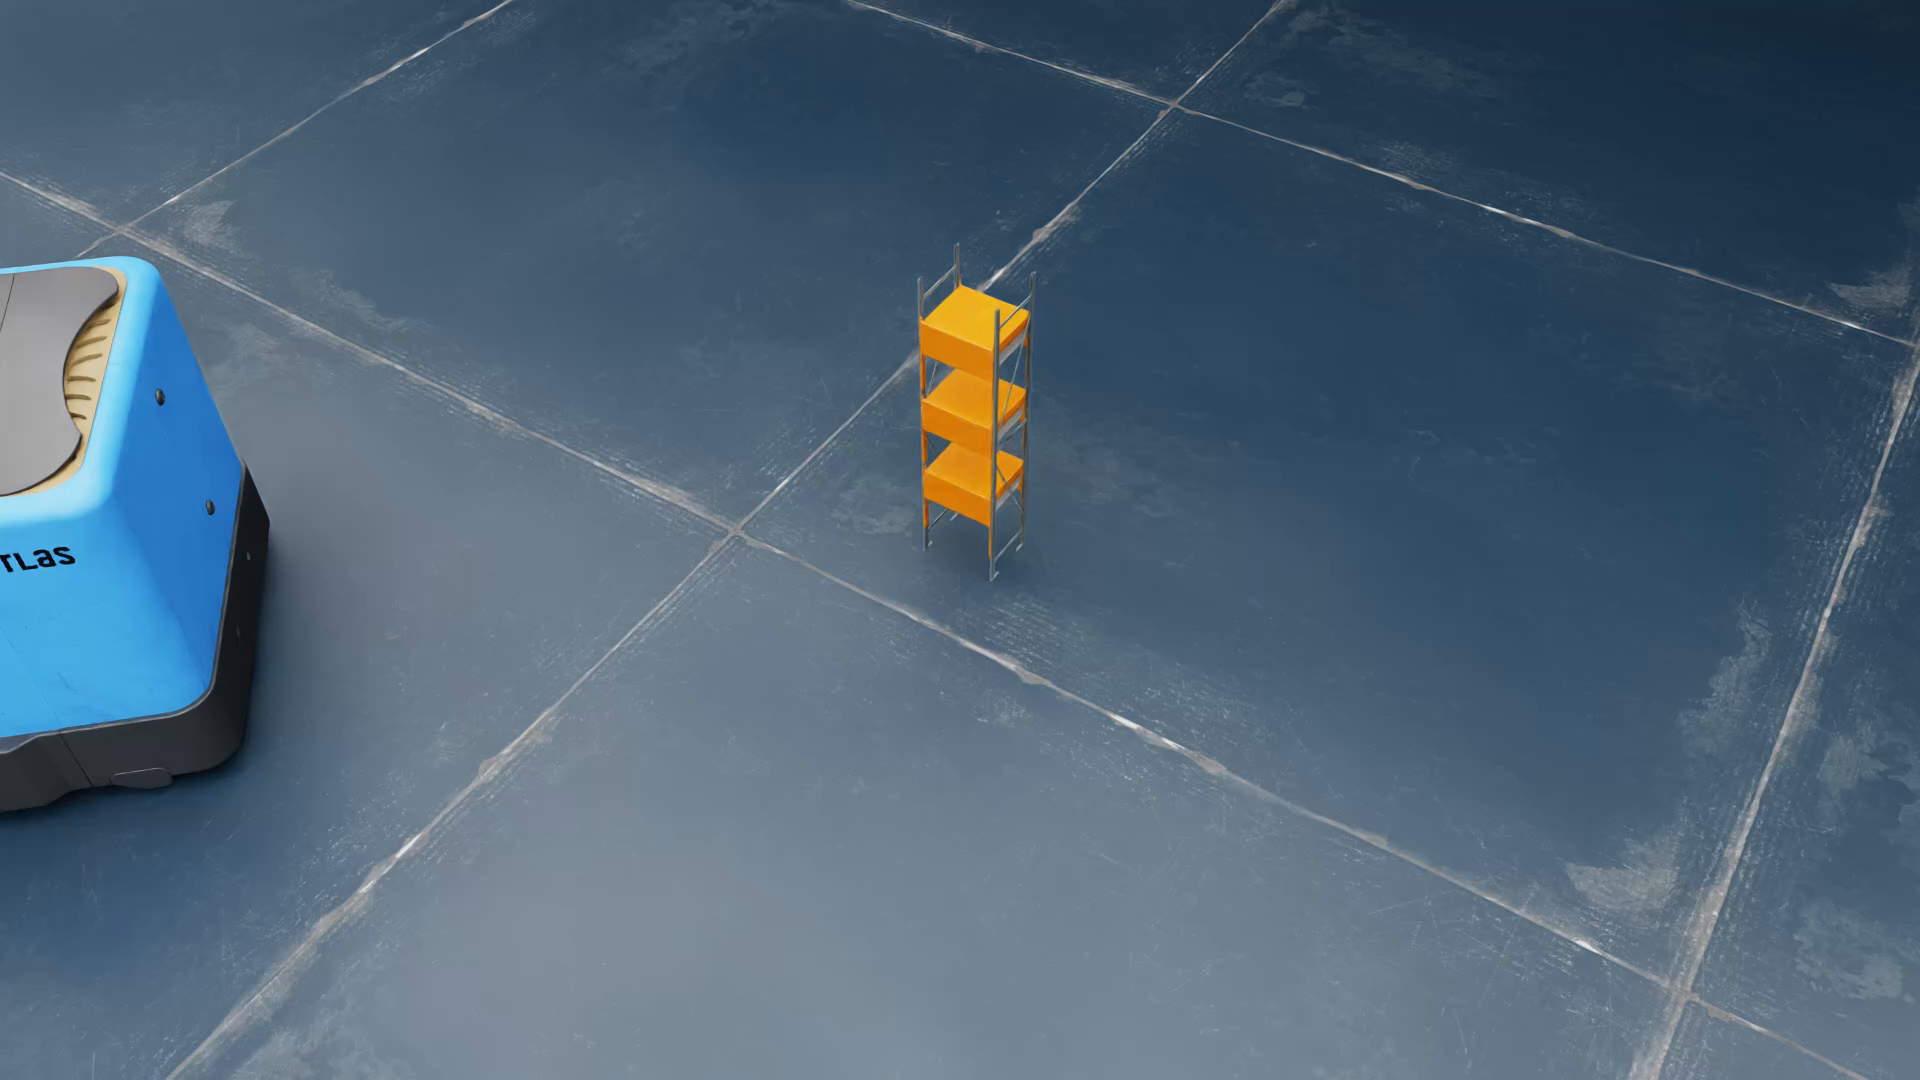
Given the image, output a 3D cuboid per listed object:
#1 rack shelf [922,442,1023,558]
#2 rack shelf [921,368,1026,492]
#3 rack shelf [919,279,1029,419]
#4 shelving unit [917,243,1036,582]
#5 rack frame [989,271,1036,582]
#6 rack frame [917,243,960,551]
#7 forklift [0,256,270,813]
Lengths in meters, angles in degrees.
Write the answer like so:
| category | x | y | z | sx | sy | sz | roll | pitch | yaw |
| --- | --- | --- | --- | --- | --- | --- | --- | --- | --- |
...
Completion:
| category | x | y | z | sx | sy | sz | roll | pitch | yaw |
| --- | --- | --- | --- | --- | --- | --- | --- | --- | --- |
| rack shelf | 0.045 | -0.144 | 5.060 | 0.240 | 0.259 | 0.215 | 25 | 51 | 22 |
| rack shelf | 0.045 | -0.338 | 4.861 | 0.240 | 0.259 | 0.215 | 25 | 51 | 22 |
| rack shelf | 0.045 | -0.536 | 4.657 | 0.240 | 0.259 | 0.215 | 25 | 51 | 22 |
| shelving unit | 0.045 | -0.345 | 4.853 | 0.252 | 1.050 | 0.215 | 25 | 51 | 22 |
| rack frame | 0.148 | -0.298 | 4.807 | 0.008 | 1.050 | 0.200 | 25 | 51 | 22 |
| rack frame | -0.058 | -0.392 | 4.899 | 0.008 | 1.050 | 0.200 | 25 | 51 | 22 |
| forklift | -3.560 | -0.512 | 3.703 | 3.031 | 2.935 | 1.130 | -8 | 46 | -8 |
